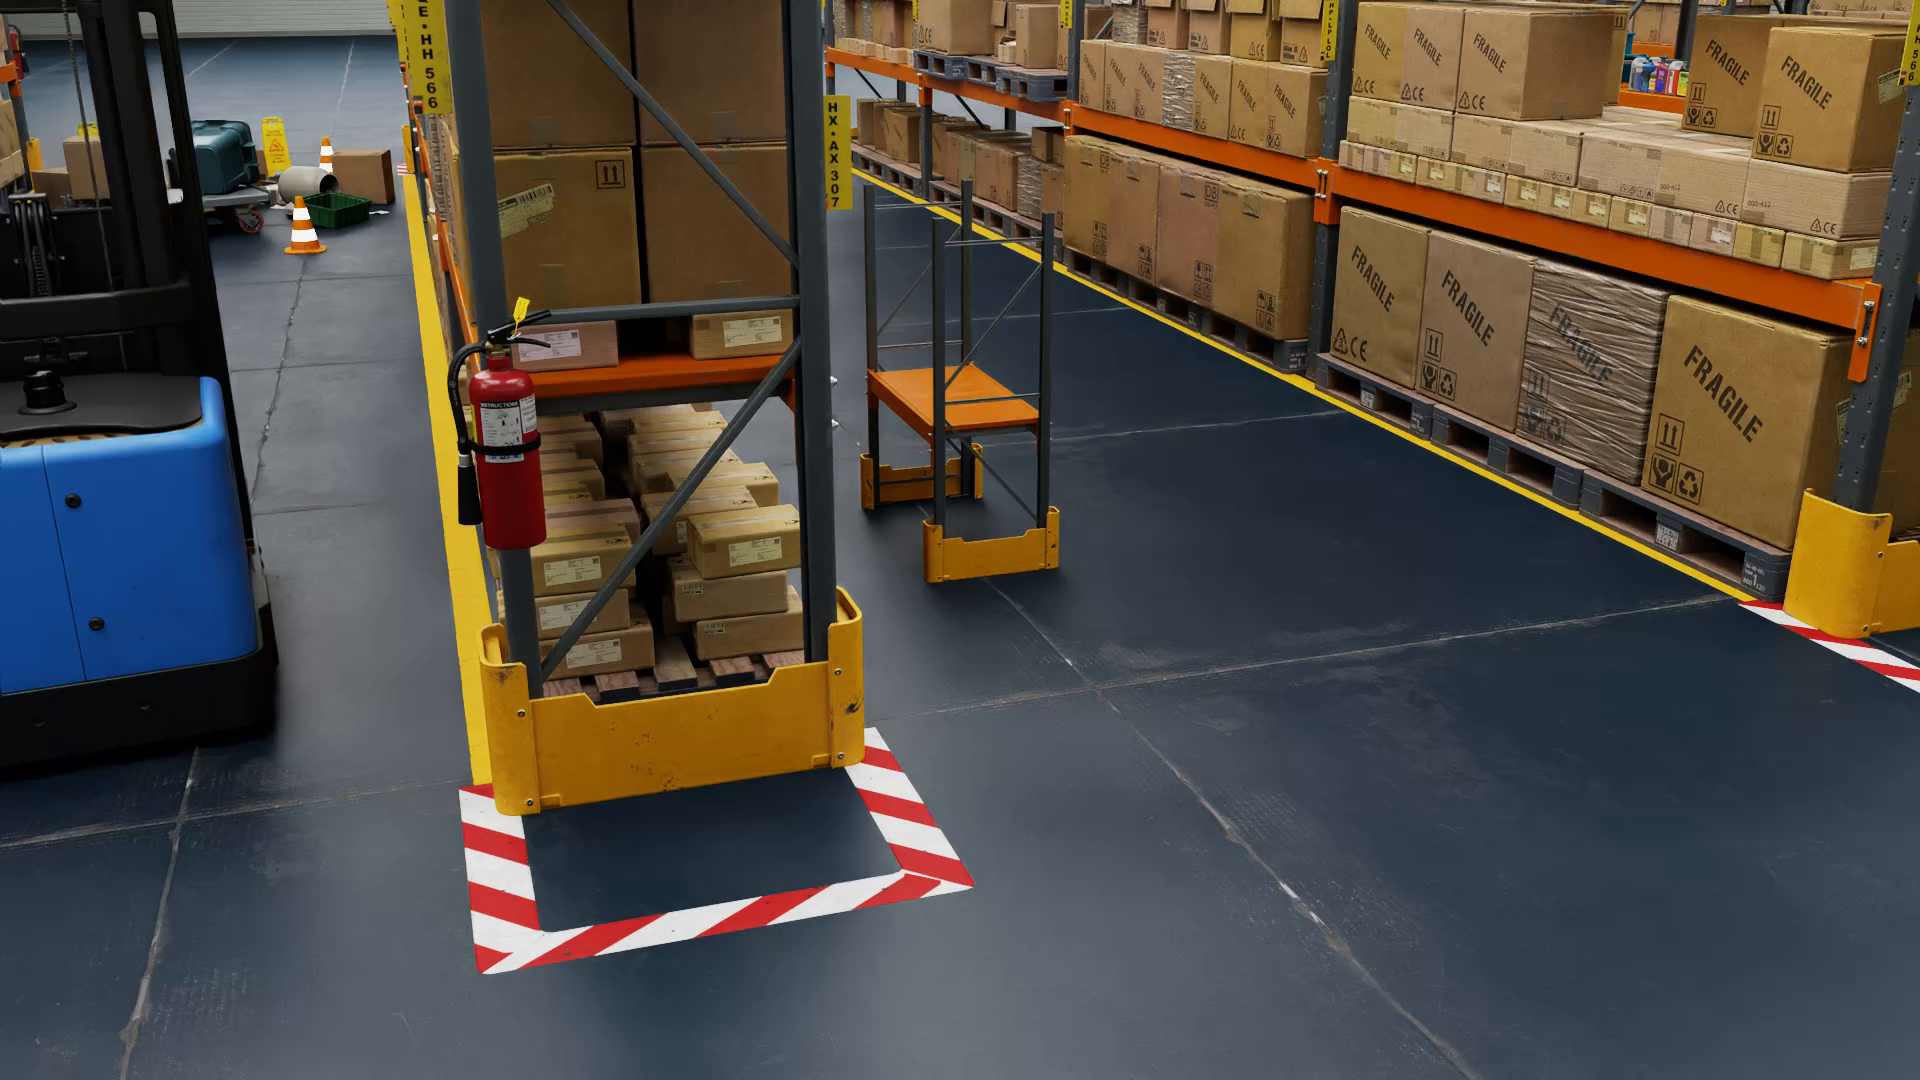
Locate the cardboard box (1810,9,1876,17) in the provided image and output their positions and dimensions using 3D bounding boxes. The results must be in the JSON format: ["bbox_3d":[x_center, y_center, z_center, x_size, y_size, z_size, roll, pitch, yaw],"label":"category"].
[{"bbox_3d":[9.887,-5.683,18.653,0.500,0.500,0.500,-5,20,-13],"label":"cardboard box"}]

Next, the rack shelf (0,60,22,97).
[{"bbox_3d":[-9.947,-4.252,15.881,1.077,0.370,4.000,-6,21,-17],"label":"rack shelf"}]

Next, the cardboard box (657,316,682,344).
[{"bbox_3d":[-0.789,-0.754,5.450,0.380,0.149,0.250,-6,21,-15],"label":"cardboard box"}]

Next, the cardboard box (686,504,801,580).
[{"bbox_3d":[-0.721,0.004,5.685,0.380,0.149,0.250,-7,21,-20],"label":"cardboard box"}]

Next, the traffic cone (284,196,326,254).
[{"bbox_3d":[-5.663,-2.722,14.311,0.336,0.463,0.334,-6,21,-17],"label":"traffic cone"}]

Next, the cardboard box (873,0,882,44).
[{"bbox_3d":[-0.487,-5.819,18.591,0.875,0.500,0.500,-6,21,-17],"label":"cardboard box"}]

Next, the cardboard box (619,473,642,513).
[{"bbox_3d":[-1.145,-0.180,6.635,0.380,0.149,0.250,-7,21,-20],"label":"cardboard box"}]

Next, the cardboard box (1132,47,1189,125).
[{"bbox_3d":[1.570,-3.251,11.882,0.500,0.500,0.500,-7,21,-18],"label":"cardboard box"}]

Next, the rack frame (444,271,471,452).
[{"bbox_3d":[-2.136,-1.940,8.380,1.000,3.000,0.127,-6,21,-17],"label":"rack frame"}]

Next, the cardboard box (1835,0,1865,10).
[{"bbox_3d":[12.950,-7.811,23.809,0.500,0.500,0.500,-6,21,-17],"label":"cardboard box"}]

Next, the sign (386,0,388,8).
[{"bbox_3d":[-6.437,-6.178,18.783,0.100,0.325,0.005,-6,21,-17],"label":"sign"}]

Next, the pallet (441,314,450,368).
[{"bbox_3d":[-2.769,-1.269,10.638,1.003,0.211,1.213,-6,21,-17],"label":"pallet"}]

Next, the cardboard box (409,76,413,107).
[{"bbox_3d":[-3.945,-3.547,12.706,0.500,0.500,0.500,-6,21,-17],"label":"cardboard box"}]

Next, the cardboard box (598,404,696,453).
[{"bbox_3d":[-1.323,-0.487,7.051,0.380,0.149,0.250,-6,21,-17],"label":"cardboard box"}]

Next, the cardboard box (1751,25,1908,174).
[{"bbox_3d":[3.459,-1.702,6.389,0.500,0.500,0.500,-6,21,-17],"label":"cardboard box"}]

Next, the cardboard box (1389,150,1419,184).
[{"bbox_3d":[2.547,-2.017,8.967,0.380,0.149,0.250,-6,21,-15],"label":"cardboard box"}]

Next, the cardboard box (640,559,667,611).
[{"bbox_3d":[-0.984,0.131,6.209,0.380,0.149,0.250,-6,21,-17],"label":"cardboard box"}]

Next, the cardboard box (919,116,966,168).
[{"bbox_3d":[-0.185,-4.339,18.135,0.500,0.500,0.500,0,20,0],"label":"cardboard box"}]

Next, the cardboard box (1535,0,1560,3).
[{"bbox_3d":[8.372,-7.233,22.967,0.700,0.500,0.500,-6,21,-17],"label":"cardboard box"}]

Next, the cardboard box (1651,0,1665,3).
[{"bbox_3d":[8.888,-6.797,20.794,0.380,0.149,0.250,-6,21,-17],"label":"cardboard box"}]

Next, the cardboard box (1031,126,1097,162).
[{"bbox_3d":[0.932,-3.483,14.613,0.500,0.250,0.500,-4,20,-11],"label":"cardboard box"}]

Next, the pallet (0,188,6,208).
[{"bbox_3d":[-9.950,-3.240,16.126,1.003,0.211,1.213,-6,21,-17],"label":"pallet"}]

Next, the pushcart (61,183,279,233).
[{"bbox_3d":[-7.169,-2.973,15.135,1.648,0.377,0.936,-15,25,-36],"label":"pushcart"}]

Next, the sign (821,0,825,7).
[{"bbox_3d":[-1.683,-6.635,20.171,0.100,0.325,0.005,-6,21,-17],"label":"sign"}]

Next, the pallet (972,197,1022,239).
[{"bbox_3d":[0.723,-3.047,15.589,1.003,0.211,1.213,-6,21,-17],"label":"pallet"}]

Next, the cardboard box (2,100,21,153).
[{"bbox_3d":[-10.076,-4.260,17.175,0.500,0.500,0.500,-6,21,-17],"label":"cardboard box"}]

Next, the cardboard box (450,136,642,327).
[{"bbox_3d":[-1.265,-0.960,5.064,0.500,0.500,0.500,-6,21,-16],"label":"cardboard box"}]

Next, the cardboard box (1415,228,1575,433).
[{"bbox_3d":[3.019,-1.123,8.628,0.875,0.875,0.875,-6,21,-17],"label":"cardboard box"}]

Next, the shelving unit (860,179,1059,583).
[{"bbox_3d":[-0.024,-0.730,7.231,0.587,1.500,1.083,-6,21,-17],"label":"shelving unit"}]

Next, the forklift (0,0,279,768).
[{"bbox_3d":[-3.372,-1.103,6.152,1.130,2.935,3.031,-9,21,-23],"label":"forklift"}]

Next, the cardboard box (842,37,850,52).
[{"bbox_3d":[-1.180,-5.886,19.739,0.380,0.149,0.250,-6,21,-17],"label":"cardboard box"}]

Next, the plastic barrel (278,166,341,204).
[{"bbox_3d":[-6.463,-3.496,16.523,0.512,0.421,0.421,8,21,20],"label":"plastic barrel"}]

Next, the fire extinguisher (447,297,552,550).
[{"bbox_3d":[-1.238,-0.315,4.521,0.296,0.674,0.183,-6,21,-17],"label":"fire extinguisher"}]

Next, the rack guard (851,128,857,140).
[{"bbox_3d":[-1.144,-5.085,20.833,1.175,0.500,0.348,-6,21,-17],"label":"rack guard"}]

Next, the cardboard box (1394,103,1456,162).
[{"bbox_3d":[2.655,-2.165,8.789,0.500,0.250,0.500,-6,21,-17],"label":"cardboard box"}]

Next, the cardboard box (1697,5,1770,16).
[{"bbox_3d":[9.350,-6.242,20.209,0.700,0.500,0.500,-7,21,-19],"label":"cardboard box"}]

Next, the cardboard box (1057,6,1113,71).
[{"bbox_3d":[1.139,-4.132,13.713,0.500,0.500,0.500,-9,22,-24],"label":"cardboard box"}]

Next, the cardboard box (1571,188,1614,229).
[{"bbox_3d":[3.032,-1.523,7.590,0.380,0.149,0.250,-6,21,-17],"label":"cardboard box"}]

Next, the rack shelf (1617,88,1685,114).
[{"bbox_3d":[6.677,-3.264,13.130,1.077,0.370,4.000,-6,21,-17],"label":"rack shelf"}]

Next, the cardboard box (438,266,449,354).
[{"bbox_3d":[-2.769,-1.337,9.777,0.500,0.500,0.500,-7,21,-18],"label":"cardboard box"}]

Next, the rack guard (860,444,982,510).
[{"bbox_3d":[-0.180,-0.302,7.887,0.587,0.250,0.087,-6,21,-17],"label":"rack guard"}]

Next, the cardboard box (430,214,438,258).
[{"bbox_3d":[-2.939,-1.861,10.127,0.500,0.250,0.500,-7,21,-20],"label":"cardboard box"}]

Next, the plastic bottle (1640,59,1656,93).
[{"bbox_3d":[5.888,-3.970,14.224,0.097,0.271,0.097,0,20,0],"label":"plastic bottle"}]

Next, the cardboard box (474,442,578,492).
[{"bbox_3d":[-1.671,-0.262,6.424,0.380,0.149,0.250,-6,21,-15],"label":"cardboard box"}]

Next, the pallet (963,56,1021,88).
[{"bbox_3d":[0.686,-4.259,15.120,1.003,0.211,1.213,-6,21,-17],"label":"pallet"}]

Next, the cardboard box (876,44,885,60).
[{"bbox_3d":[-0.714,-5.404,18.396,0.380,0.149,0.250,-6,21,-17],"label":"cardboard box"}]

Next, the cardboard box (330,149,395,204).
[{"bbox_3d":[-6.113,-3.721,17.033,0.500,0.500,0.500,-3,20,-8],"label":"cardboard box"}]

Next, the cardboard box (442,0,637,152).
[{"bbox_3d":[-1.259,-1.434,4.905,0.500,0.500,0.500,-7,21,-18],"label":"cardboard box"}]

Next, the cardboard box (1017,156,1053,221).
[{"bbox_3d":[0.931,-3.138,14.763,0.700,0.500,0.500,-8,21,-22],"label":"cardboard box"}]

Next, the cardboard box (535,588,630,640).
[{"bbox_3d":[-1.316,0.209,5.554,0.380,0.149,0.250,-7,21,-19],"label":"cardboard box"}]

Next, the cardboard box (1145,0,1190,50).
[{"bbox_3d":[1.764,-3.791,11.903,0.797,0.503,0.637,-6,21,-16],"label":"cardboard box"}]
